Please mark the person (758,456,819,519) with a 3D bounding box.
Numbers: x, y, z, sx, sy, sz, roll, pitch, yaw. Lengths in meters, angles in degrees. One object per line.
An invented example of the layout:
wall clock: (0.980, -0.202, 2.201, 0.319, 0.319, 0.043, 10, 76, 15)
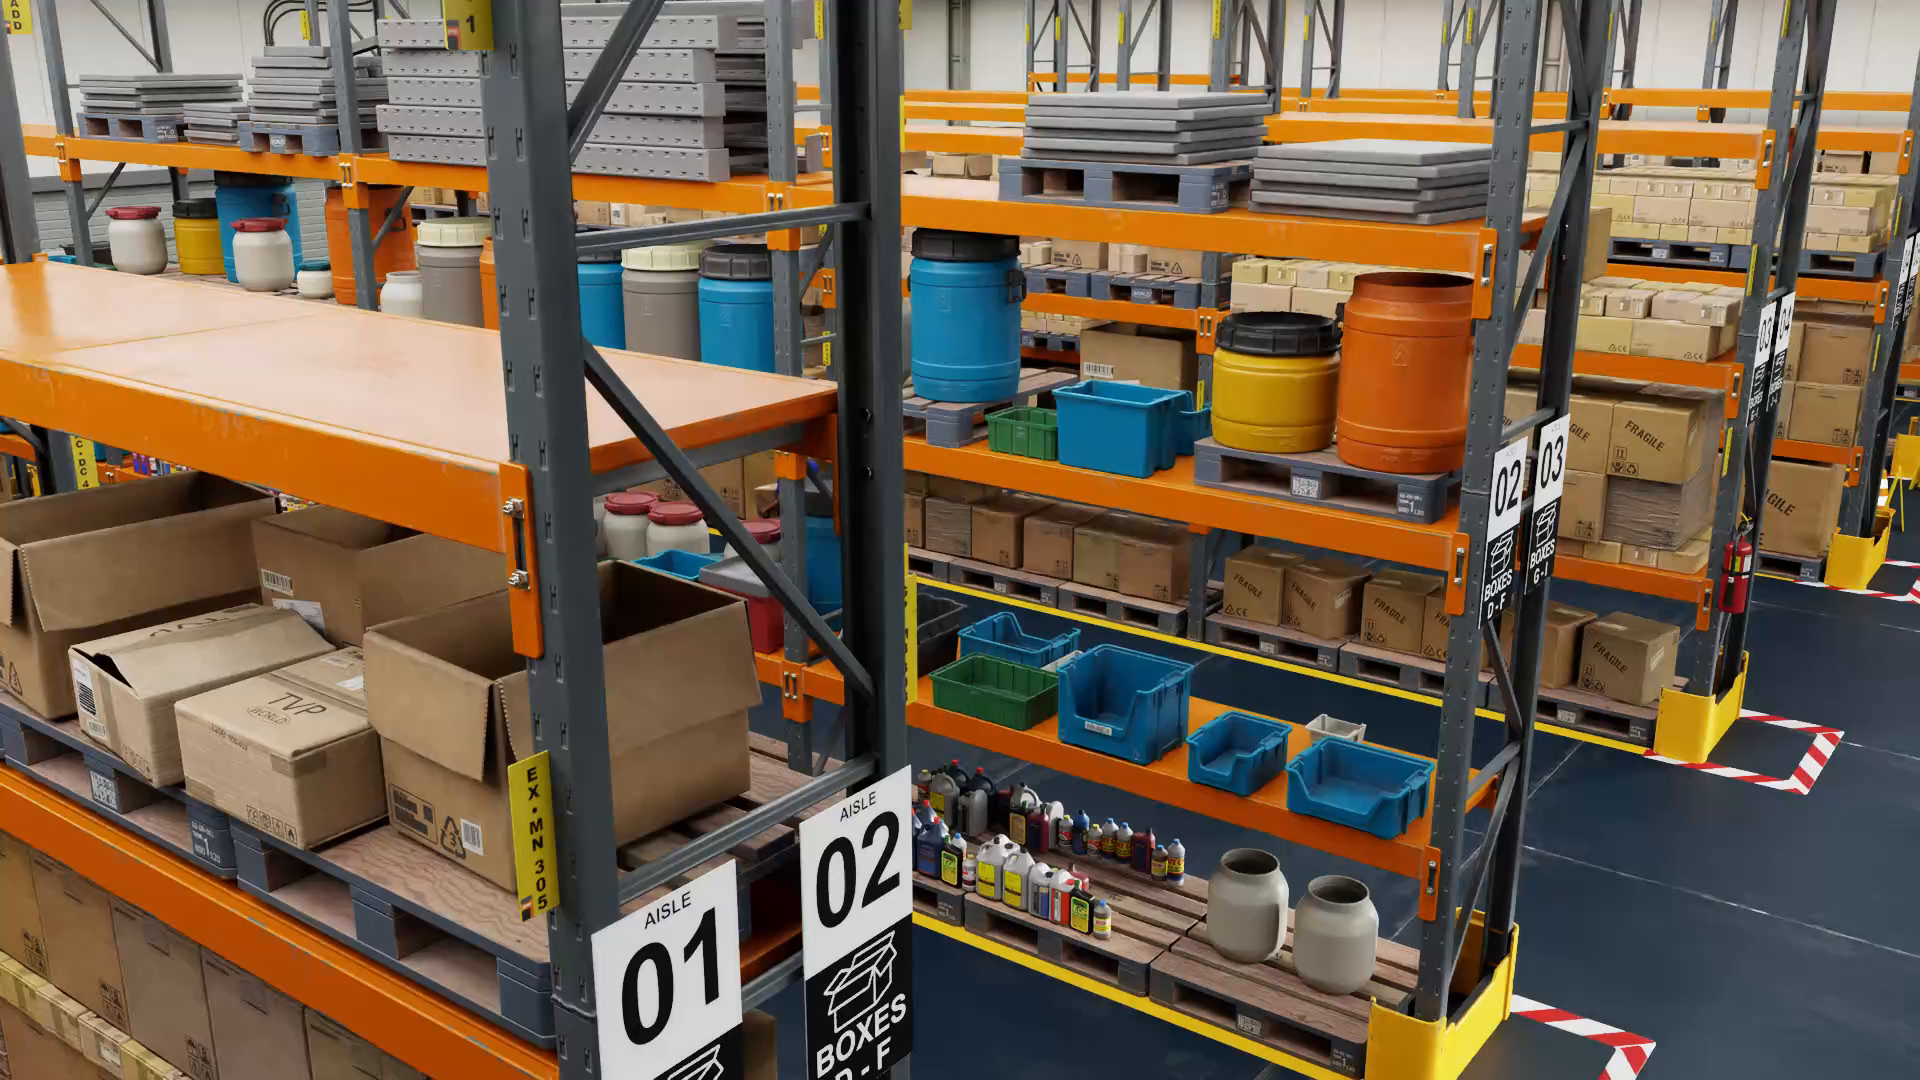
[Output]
person: (-1.481, -0.186, 14.561, 0.520, 1.577, 0.451, 13, 21, 36)
